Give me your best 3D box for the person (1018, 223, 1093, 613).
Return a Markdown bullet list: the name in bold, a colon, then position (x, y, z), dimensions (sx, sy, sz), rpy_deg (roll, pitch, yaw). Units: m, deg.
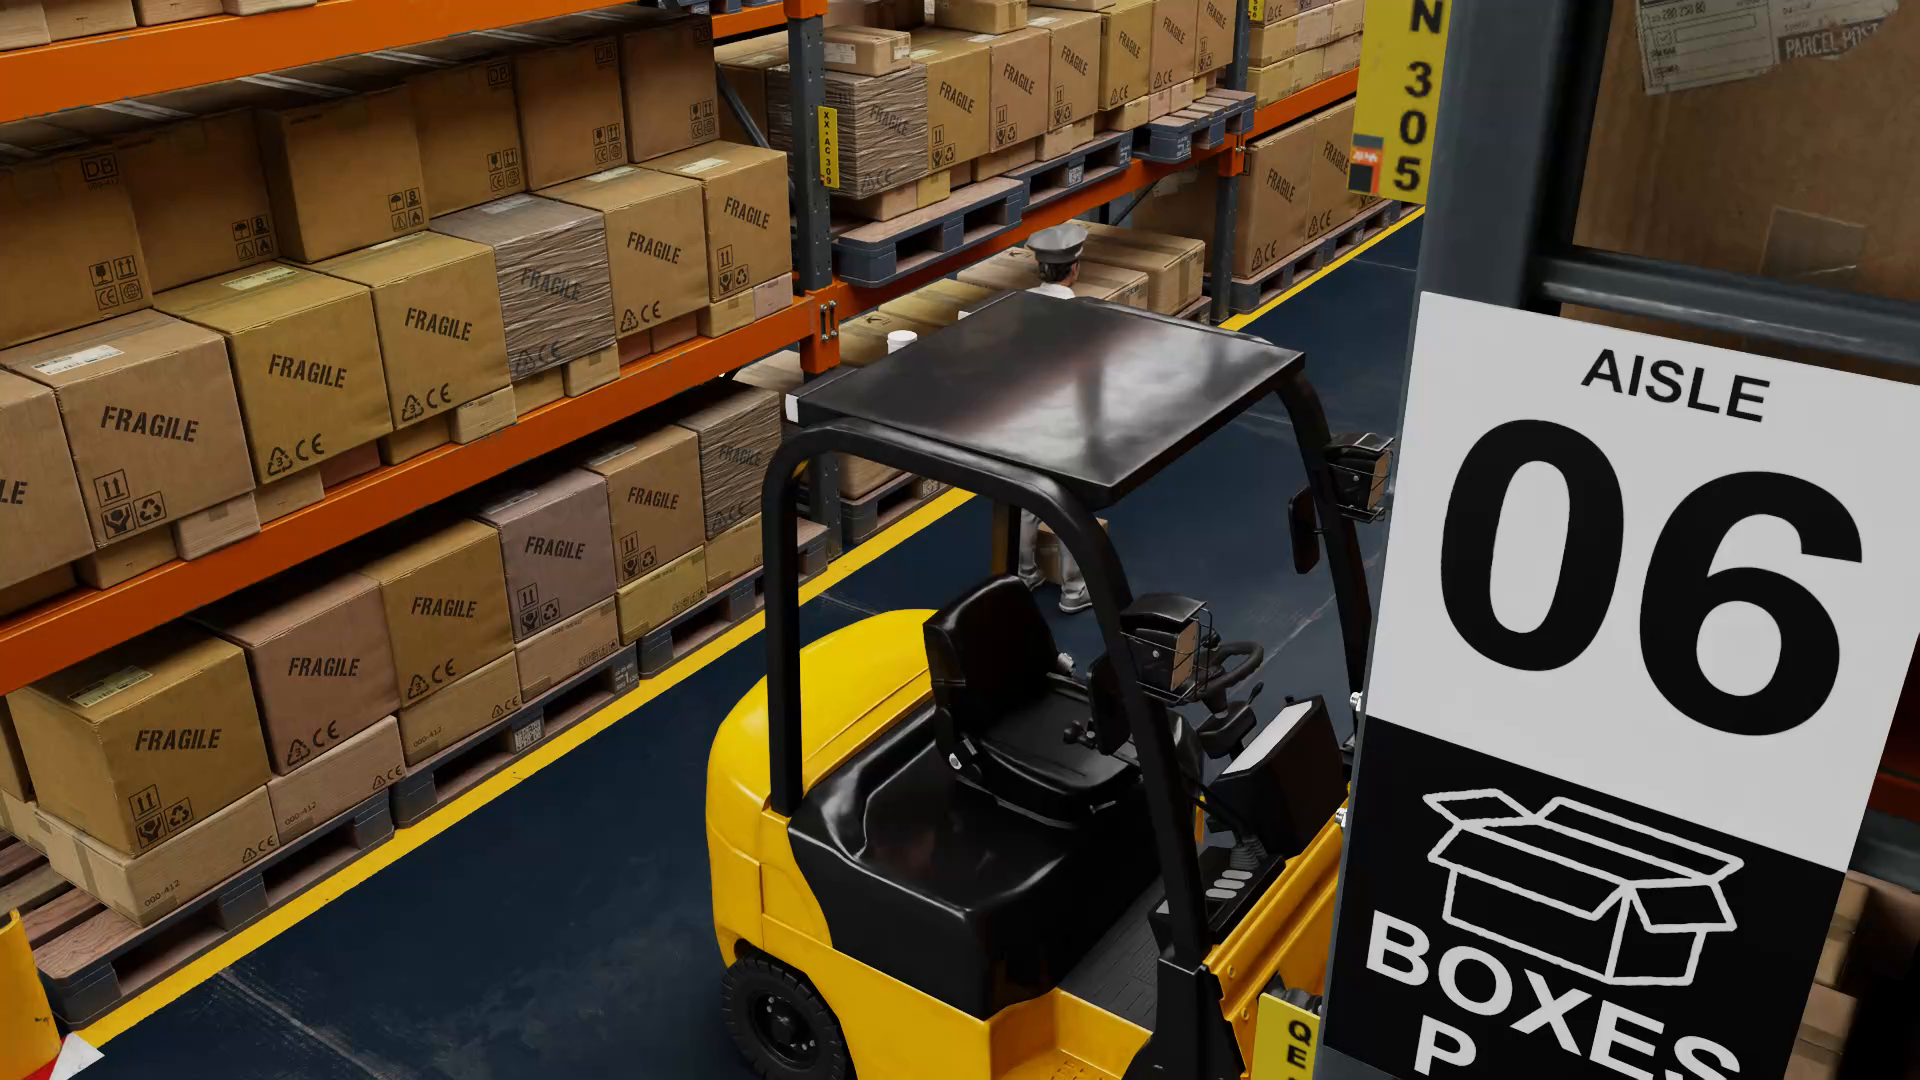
- **person**: position (0.387, -0.492, 7.075), dimensions (0.529, 1.663, 0.372), rpy_deg (17, 32, 30)
